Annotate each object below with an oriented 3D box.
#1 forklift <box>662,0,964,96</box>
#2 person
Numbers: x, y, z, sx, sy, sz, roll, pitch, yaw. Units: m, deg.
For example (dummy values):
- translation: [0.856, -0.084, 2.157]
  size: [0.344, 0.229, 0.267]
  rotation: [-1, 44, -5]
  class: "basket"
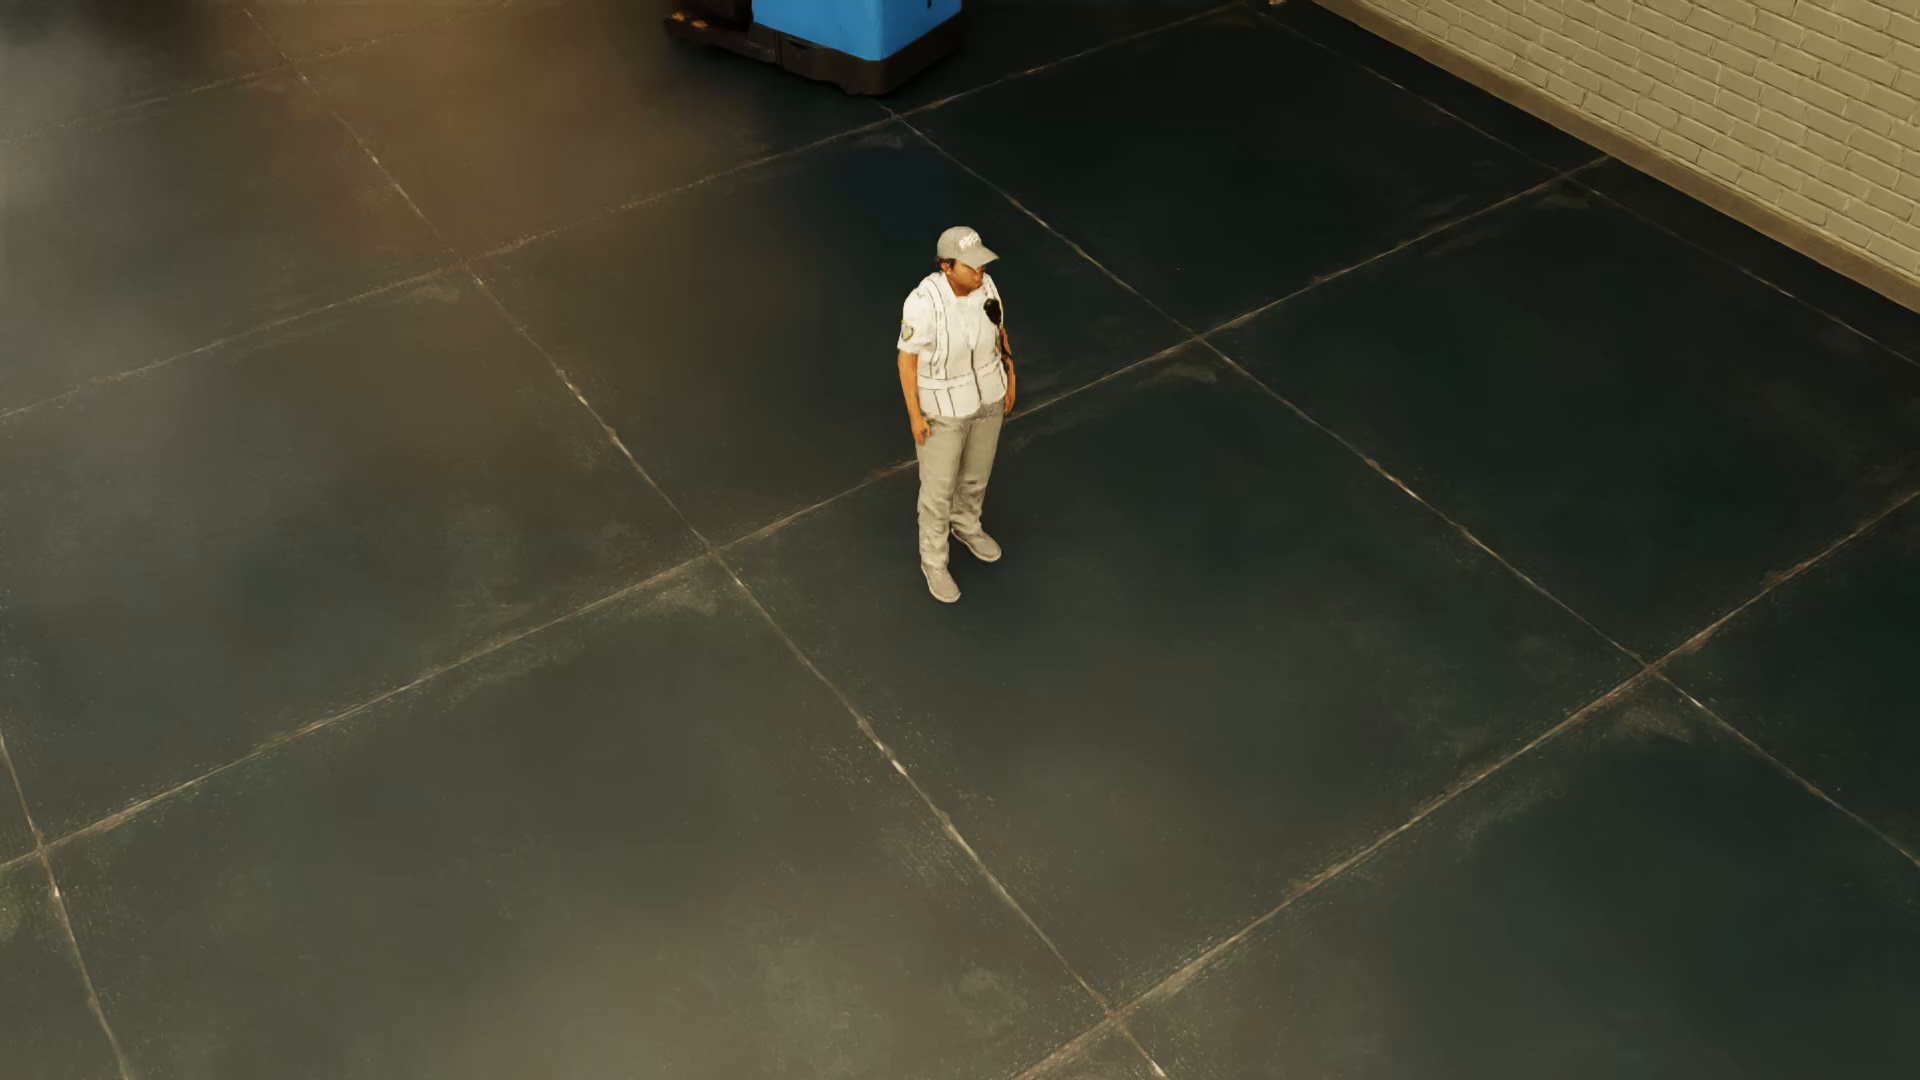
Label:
- translation: [-1.471, -4.804, 10.928]
  size: [3.031, 2.935, 1.130]
  rotation: [25, 48, 25]
  class: "forklift"
- translation: [0.025, -0.567, 7.253]
  size: [0.598, 1.669, 0.529]
  rotation: [-25, 48, -25]
  class: "person"
